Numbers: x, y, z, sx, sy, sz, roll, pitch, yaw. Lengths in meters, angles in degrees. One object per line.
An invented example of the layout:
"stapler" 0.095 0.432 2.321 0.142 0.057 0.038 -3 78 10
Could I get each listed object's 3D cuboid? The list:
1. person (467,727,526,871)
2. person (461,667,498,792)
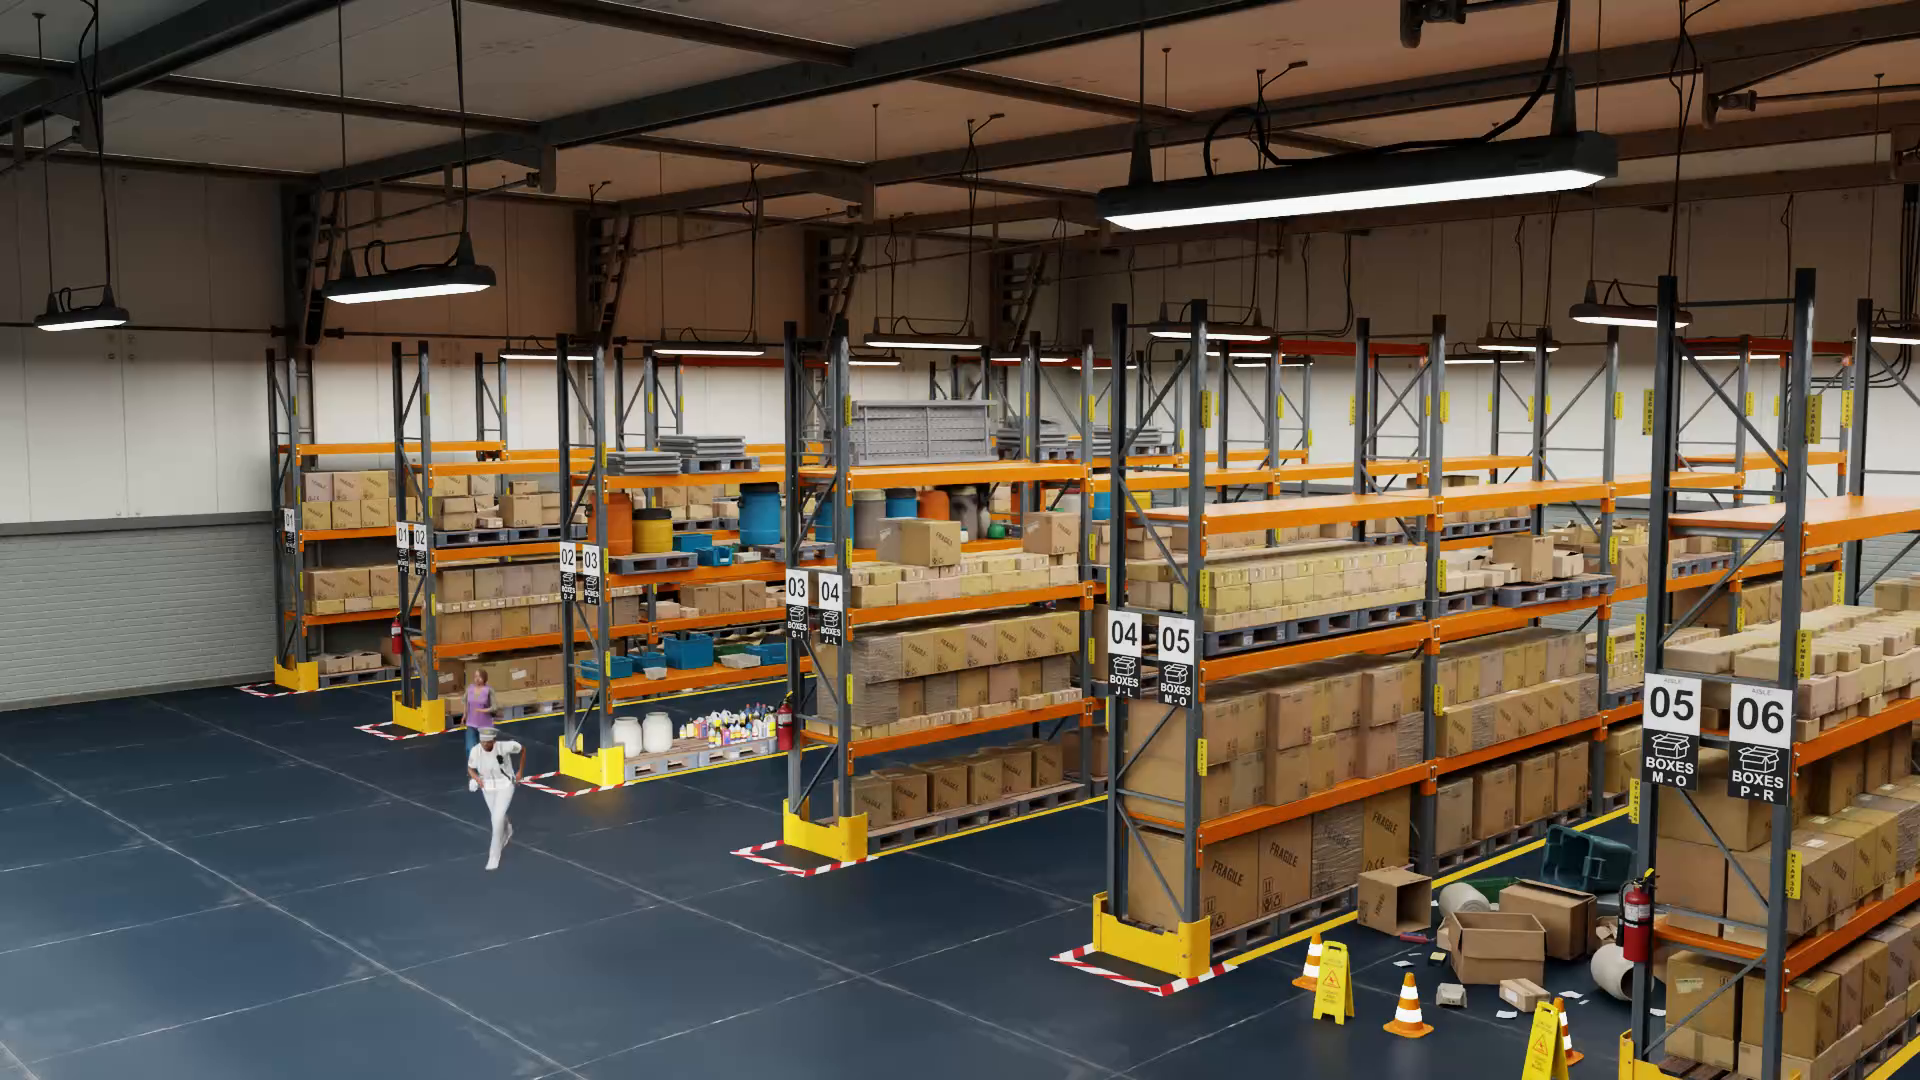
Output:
"person" -5.124 2.807 18.512 0.619 1.624 0.981 0 5 -2
"person" -6.312 2.481 21.822 0.505 1.623 0.678 -1 5 -6
